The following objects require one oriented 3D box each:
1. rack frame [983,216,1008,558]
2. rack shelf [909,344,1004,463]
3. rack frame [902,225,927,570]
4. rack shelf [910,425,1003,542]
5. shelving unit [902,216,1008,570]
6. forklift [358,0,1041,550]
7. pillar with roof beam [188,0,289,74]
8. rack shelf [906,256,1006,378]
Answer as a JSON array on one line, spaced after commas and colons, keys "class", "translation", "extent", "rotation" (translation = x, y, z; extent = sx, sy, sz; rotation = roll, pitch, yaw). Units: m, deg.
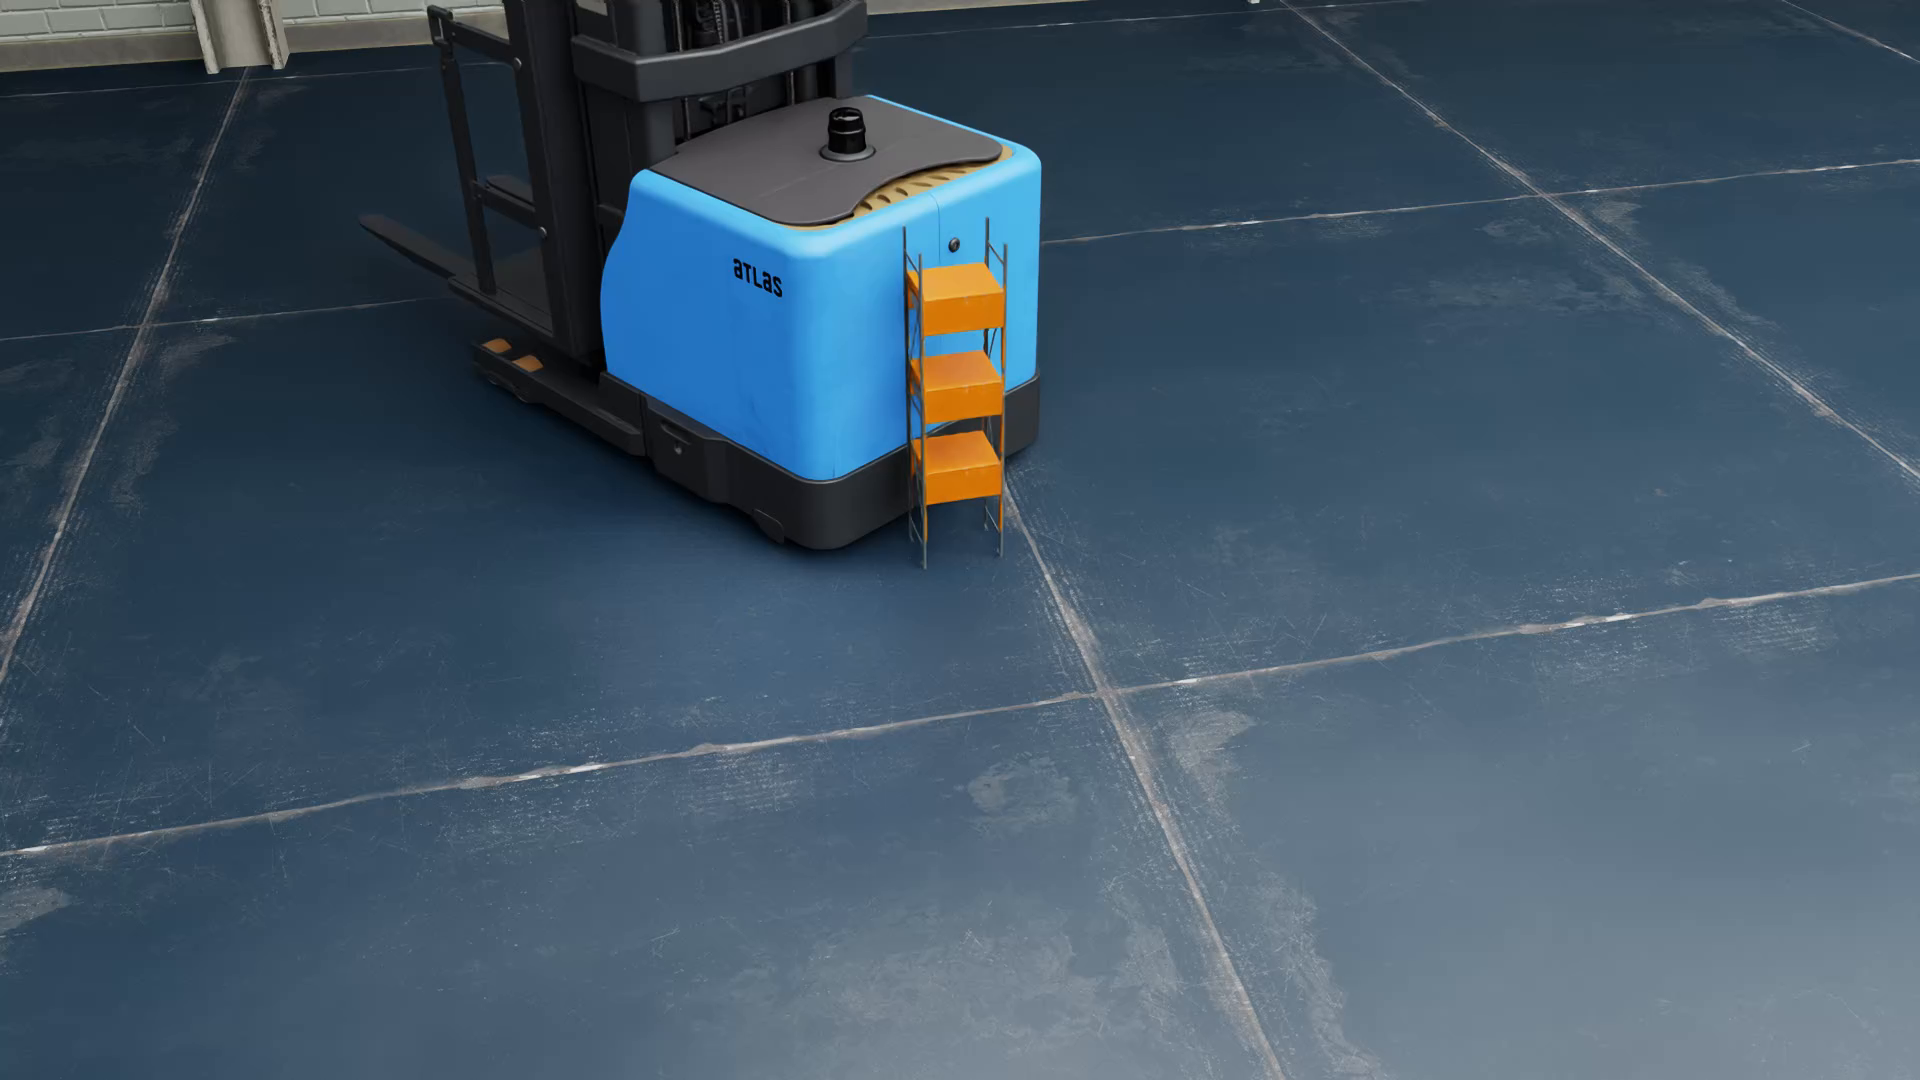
[{"class": "rack frame", "translation": [0.102, -0.433, 4.953], "extent": [0.008, 1.050, 0.200], "rotation": [-9, 35, -13]}, {"class": "rack shelf", "translation": [-0.015, -0.406, 4.932], "extent": [0.240, 0.259, 0.215], "rotation": [-9, 35, -13]}, {"class": "rack frame", "translation": [-0.133, -0.397, 4.899], "extent": [0.008, 1.050, 0.200], "rotation": [-9, 35, -13]}, {"class": "rack shelf", "translation": [-0.015, -0.175, 5.087], "extent": [0.240, 0.259, 0.215], "rotation": [-9, 35, -13]}, {"class": "shelving unit", "translation": [-0.015, -0.415, 4.926], "extent": [0.252, 1.050, 0.215], "rotation": [-9, 35, -13]}, {"class": "forklift", "translation": [-1.145, -1.897, 5.447], "extent": [3.031, 2.935, 1.130], "rotation": [28, 43, 35]}, {"class": "pillar with roof beam", "translation": [-2.975, -4.034, 3.185], "extent": [0.400, 9.000, 9.100], "rotation": [-7, 35, -11]}, {"class": "rack shelf", "translation": [-0.015, -0.642, 4.774], "extent": [0.240, 0.259, 0.215], "rotation": [-9, 35, -13]}]
